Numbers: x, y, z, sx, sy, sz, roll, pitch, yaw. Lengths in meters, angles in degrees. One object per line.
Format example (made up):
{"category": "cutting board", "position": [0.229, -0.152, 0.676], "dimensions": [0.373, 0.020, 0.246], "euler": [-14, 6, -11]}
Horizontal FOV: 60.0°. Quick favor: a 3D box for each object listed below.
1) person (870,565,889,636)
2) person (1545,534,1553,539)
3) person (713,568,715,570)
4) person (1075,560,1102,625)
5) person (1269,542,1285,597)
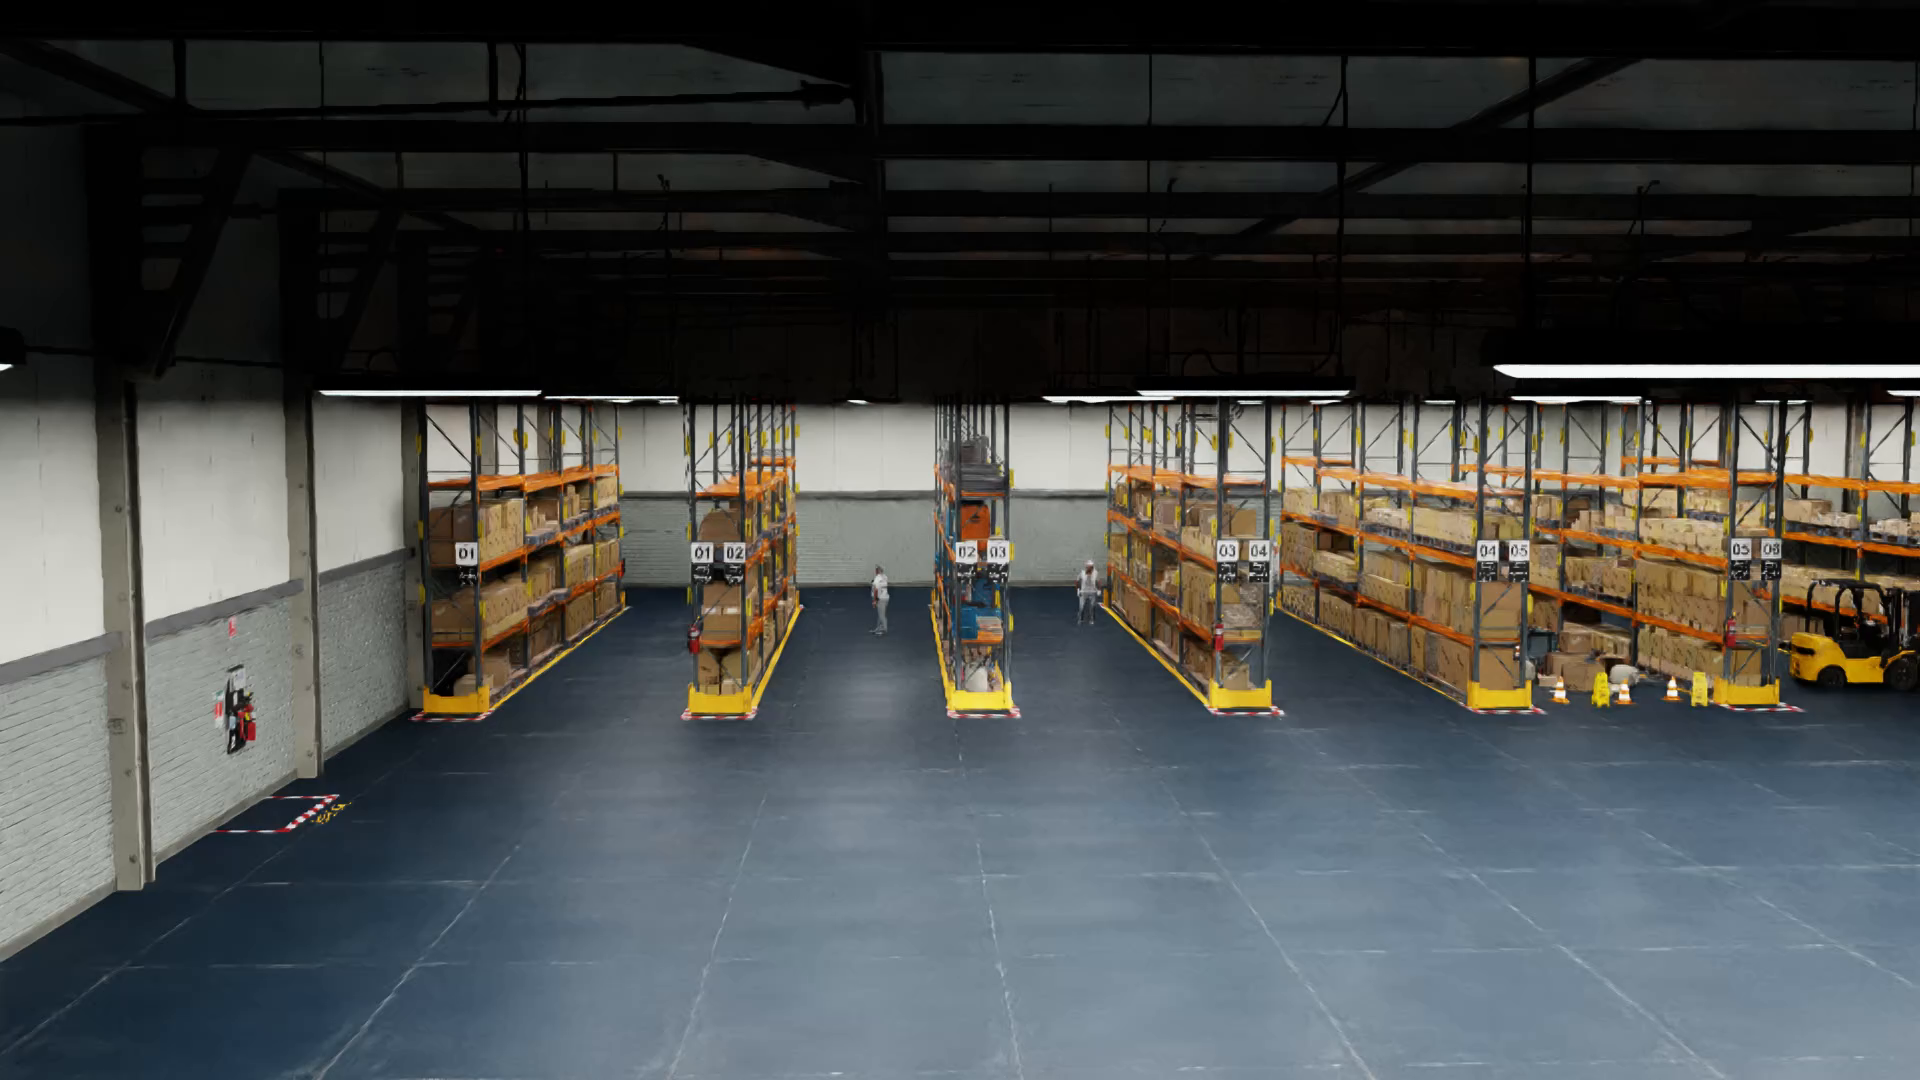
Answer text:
{"category": "person", "position": [-2.031, 1.496, 41.691], "dimensions": [0.593, 1.745, 0.651], "euler": [2, 5, 20]}
{"category": "person", "position": [18.488, 0.691, 52.015], "dimensions": [0.619, 1.762, 0.593], "euler": [-3, 6, -37]}
{"category": "person", "position": [-6.730, 1.160, 46.471], "dimensions": [0.412, 1.664, 0.537], "euler": [-3, 5, -31]}
{"category": "person", "position": [3.354, 1.381, 43.507], "dimensions": [0.702, 1.735, 0.549], "euler": [0, 5, -2]}
{"category": "person", "position": [9.262, 0.926, 48.785], "dimensions": [0.708, 1.773, 0.606], "euler": [-4, 6, -40]}
